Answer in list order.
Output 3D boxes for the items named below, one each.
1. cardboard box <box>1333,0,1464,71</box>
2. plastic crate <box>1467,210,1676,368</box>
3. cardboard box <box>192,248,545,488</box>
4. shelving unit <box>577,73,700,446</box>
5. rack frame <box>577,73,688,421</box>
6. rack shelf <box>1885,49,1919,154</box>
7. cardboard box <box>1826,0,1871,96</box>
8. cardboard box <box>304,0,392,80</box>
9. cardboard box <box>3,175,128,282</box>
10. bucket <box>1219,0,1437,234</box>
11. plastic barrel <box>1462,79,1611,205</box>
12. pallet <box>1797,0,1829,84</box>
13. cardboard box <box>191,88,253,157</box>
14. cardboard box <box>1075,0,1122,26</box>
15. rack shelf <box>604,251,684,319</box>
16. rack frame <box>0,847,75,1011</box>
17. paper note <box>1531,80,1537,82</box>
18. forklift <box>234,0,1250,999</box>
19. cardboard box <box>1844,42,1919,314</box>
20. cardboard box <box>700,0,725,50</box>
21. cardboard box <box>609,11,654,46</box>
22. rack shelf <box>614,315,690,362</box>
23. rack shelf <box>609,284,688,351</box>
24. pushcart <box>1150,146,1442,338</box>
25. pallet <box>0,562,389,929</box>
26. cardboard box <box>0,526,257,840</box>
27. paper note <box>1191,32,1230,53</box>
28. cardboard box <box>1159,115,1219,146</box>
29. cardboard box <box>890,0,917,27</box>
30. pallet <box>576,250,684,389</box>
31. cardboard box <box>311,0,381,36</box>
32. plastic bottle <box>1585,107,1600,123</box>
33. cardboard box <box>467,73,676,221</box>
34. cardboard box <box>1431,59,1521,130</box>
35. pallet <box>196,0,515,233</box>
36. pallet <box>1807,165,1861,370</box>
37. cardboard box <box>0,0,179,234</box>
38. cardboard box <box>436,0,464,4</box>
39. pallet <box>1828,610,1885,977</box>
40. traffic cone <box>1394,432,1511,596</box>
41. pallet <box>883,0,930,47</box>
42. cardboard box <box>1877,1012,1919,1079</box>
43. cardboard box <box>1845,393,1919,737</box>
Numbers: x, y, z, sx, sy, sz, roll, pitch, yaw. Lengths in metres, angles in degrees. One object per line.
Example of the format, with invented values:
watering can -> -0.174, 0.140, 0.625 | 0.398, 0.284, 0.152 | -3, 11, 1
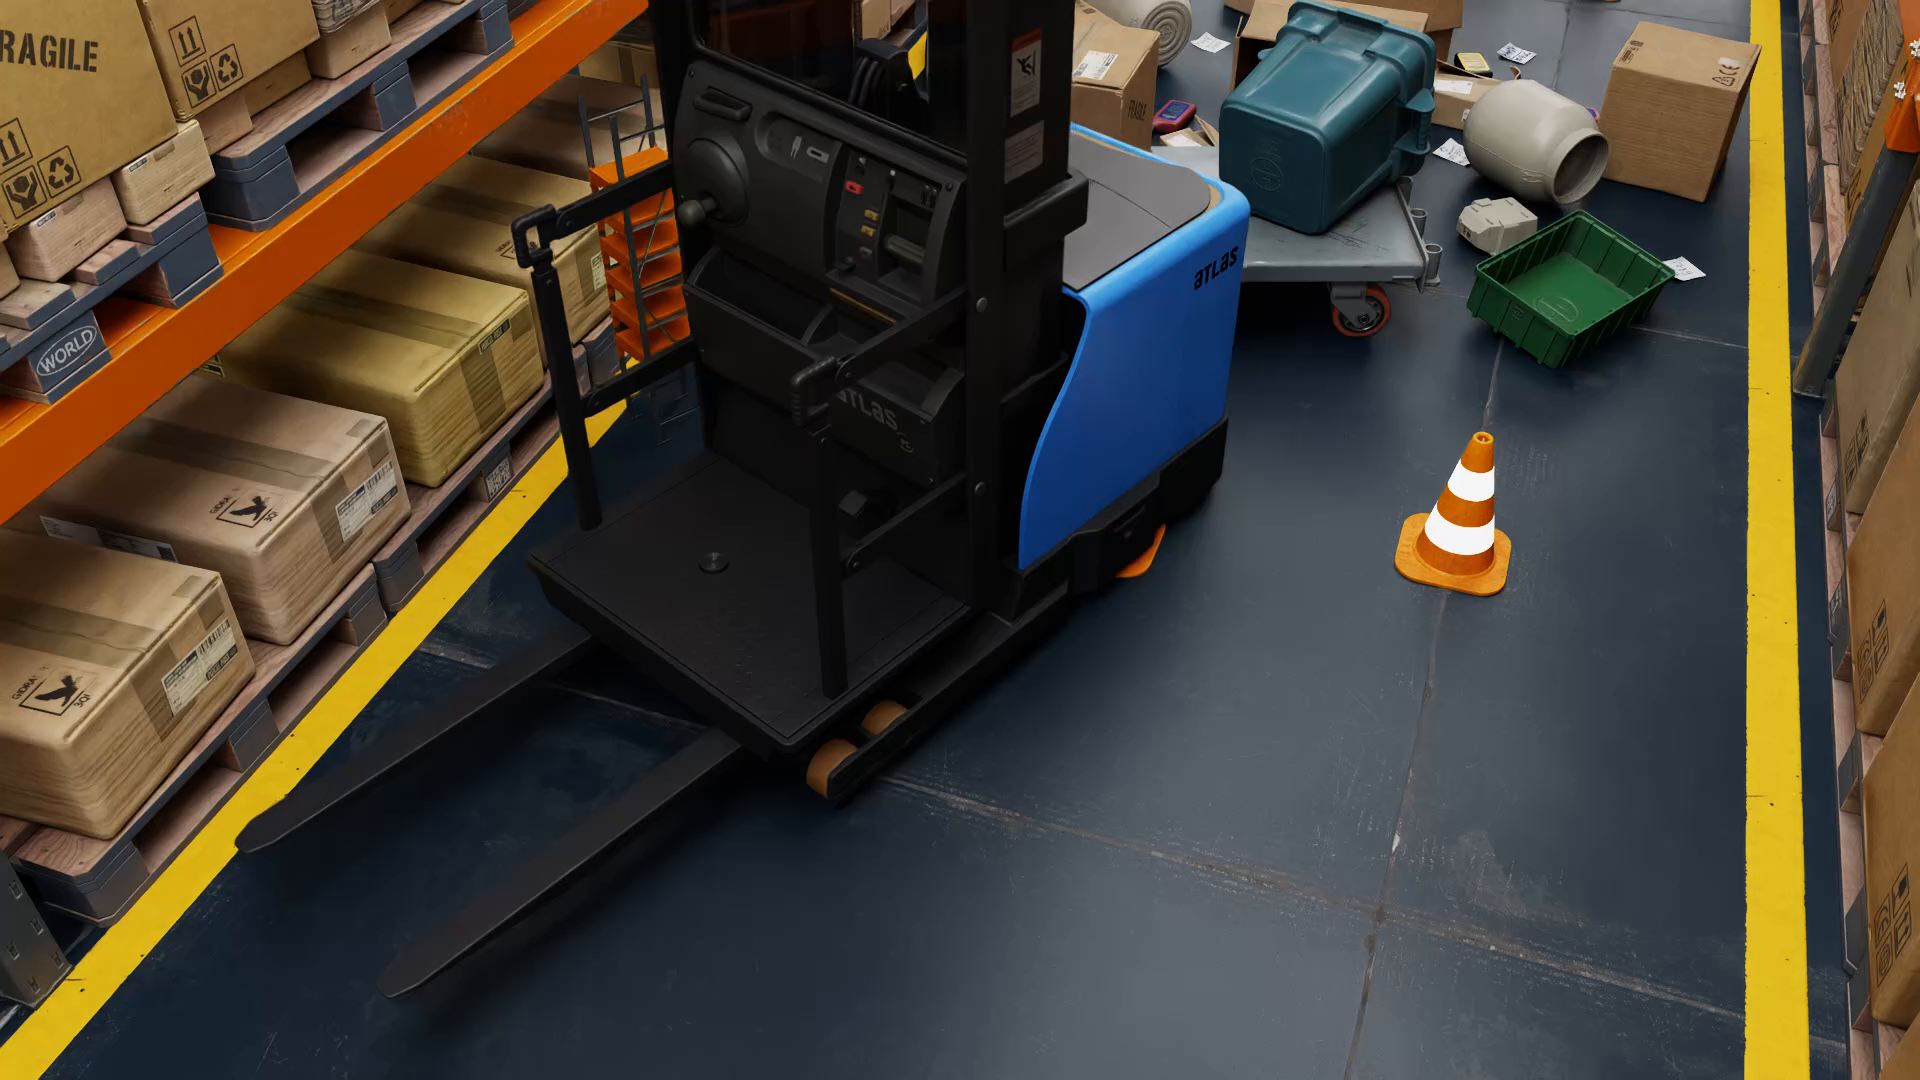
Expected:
cardboard box -> 1.877, -2.470, 7.758 | 0.797, 0.503, 0.637 | -13, 42, -15
plastic crate -> 2.245, -0.925, 6.146 | 0.662, 0.188, 0.450 | -29, 58, -29
cardboard box -> -1.926, -0.589, 5.331 | 0.950, 0.372, 0.625 | 15, 43, 17
shelving unit -> -0.989, -0.871, 5.346 | 0.258, 1.200, 0.189 | -29, 48, -29
rack frame -> -1.048, -0.916, 5.399 | 0.240, 1.200, 0.006 | -29, 48, -29
rack shelf -> 2.733, -0.083, 3.591 | 1.077, 0.370, 4.000 | 13, 42, 15
cardboard box -> 4.316, -2.402, 7.068 | 0.875, 0.875, 0.875 | 13, 42, 14
cardboard box -> -1.753, -1.370, 4.415 | 0.380, 0.149, 0.250 | 15, 43, 16
cardboard box -> -2.087, -0.717, 3.649 | 0.380, 0.149, 0.250 | 11, 42, 12
bucket -> 1.296, -1.504, 6.053 | 0.726, 0.611, 0.620 | 29, 58, 29
plastic barrel -> 2.363, -1.629, 6.833 | 0.421, 0.421, 0.512 | -21, 45, -22
pallet -> 4.584, -2.450, 7.960 | 1.003, 0.211, 1.213 | 13, 42, 15
cardboard box -> -1.964, -1.044, 4.033 | 0.380, 0.149, 0.250 | 16, 43, 18
cardboard box -> 0.375, -2.015, 7.225 | 0.500, 0.500, 0.500 | -21, 45, -22
rack shelf -> -0.989, -0.837, 5.375 | 0.258, 0.103, 0.180 | -29, 48, -29
rack frame -> -2.638, -0.174, 3.143 | 1.000, 3.000, 0.127 | 13, 42, 15
paper note -> 2.632, -2.116, 7.722 | 0.123, 0.001, 0.032 | -29, 48, -29
forklift -> -0.508, -0.796, 3.925 | 1.130, 2.935, 3.031 | 30, 49, 31
cardboard box -> 3.697, -1.296, 5.772 | 0.875, 0.875, 0.875 | 14, 42, 16
cardboard box -> -0.814, -2.312, 6.867 | 0.500, 0.500, 0.500 | 15, 43, 17
cardboard box -> -1.320, -2.433, 7.008 | 0.500, 0.500, 0.500 | 13, 42, 14
rack shelf -> -0.989, -0.654, 5.531 | 0.258, 0.103, 0.180 | -29, 48, -29
rack shelf -> -0.989, -0.746, 5.453 | 0.258, 0.103, 0.180 | -29, 48, -29
pushcart -> 0.890, -1.140, 6.296 | 1.648, 0.377, 0.936 | 0, 40, 0
pallet -> -2.369, 0.411, 4.606 | 1.003, 0.211, 1.213 | 13, 42, 15
cardboard box -> -2.435, 0.324, 4.261 | 0.950, 0.372, 0.625 | 11, 42, 12
paper note -> 1.214, -2.416, 8.067 | 0.148, 0.019, 0.142 | 29, 48, 29
cardboard box -> 1.026, -1.594, 6.914 | 0.258, 0.266, 0.396 | -13, 42, -15
cardboard box -> -0.463, -2.679, 7.874 | 0.500, 0.250, 0.500 | 13, 42, 15
pallet -> -1.535, -1.078, 6.350 | 1.003, 0.211, 1.213 | 13, 42, 15
cardboard box -> -1.741, -1.656, 4.250 | 0.500, 0.500, 0.500 | 12, 42, 13
plastic bottle -> 2.695, -1.873, 7.398 | 0.283, 0.061, 0.133 | 0, 40, 0
cardboard box -> -1.447, -1.453, 6.343 | 0.950, 0.372, 0.625 | 14, 42, 16
cardboard box -> 2.273, -1.994, 7.382 | 0.396, 0.266, 0.258 | 21, 45, 22
pallet -> -1.999, -1.317, 4.631 | 1.003, 0.211, 1.213 | 13, 42, 15
pallet -> 3.750, -0.962, 6.215 | 1.003, 0.211, 1.213 | 13, 42, 15
cardboard box -> -2.095, -1.027, 3.513 | 0.500, 0.500, 0.500 | 15, 43, 17
cardboard box -> -1.549, -1.684, 4.782 | 0.380, 0.149, 0.250 | 13, 42, 15
pallet -> 2.808, 0.718, 4.246 | 1.003, 0.211, 1.213 | 13, 42, 15
traffic cone -> 1.539, -0.129, 5.044 | 0.336, 0.463, 0.334 | 13, 42, 15
pallet -> -0.658, -2.717, 8.272 | 1.003, 0.211, 1.213 | 13, 42, 15
cardboard box -> 2.341, 1.208, 2.933 | 1.050, 0.750, 0.750 | 13, 42, 14
cardboard box -> 2.955, 0.106, 4.225 | 1.050, 0.750, 0.750 | 13, 42, 15
